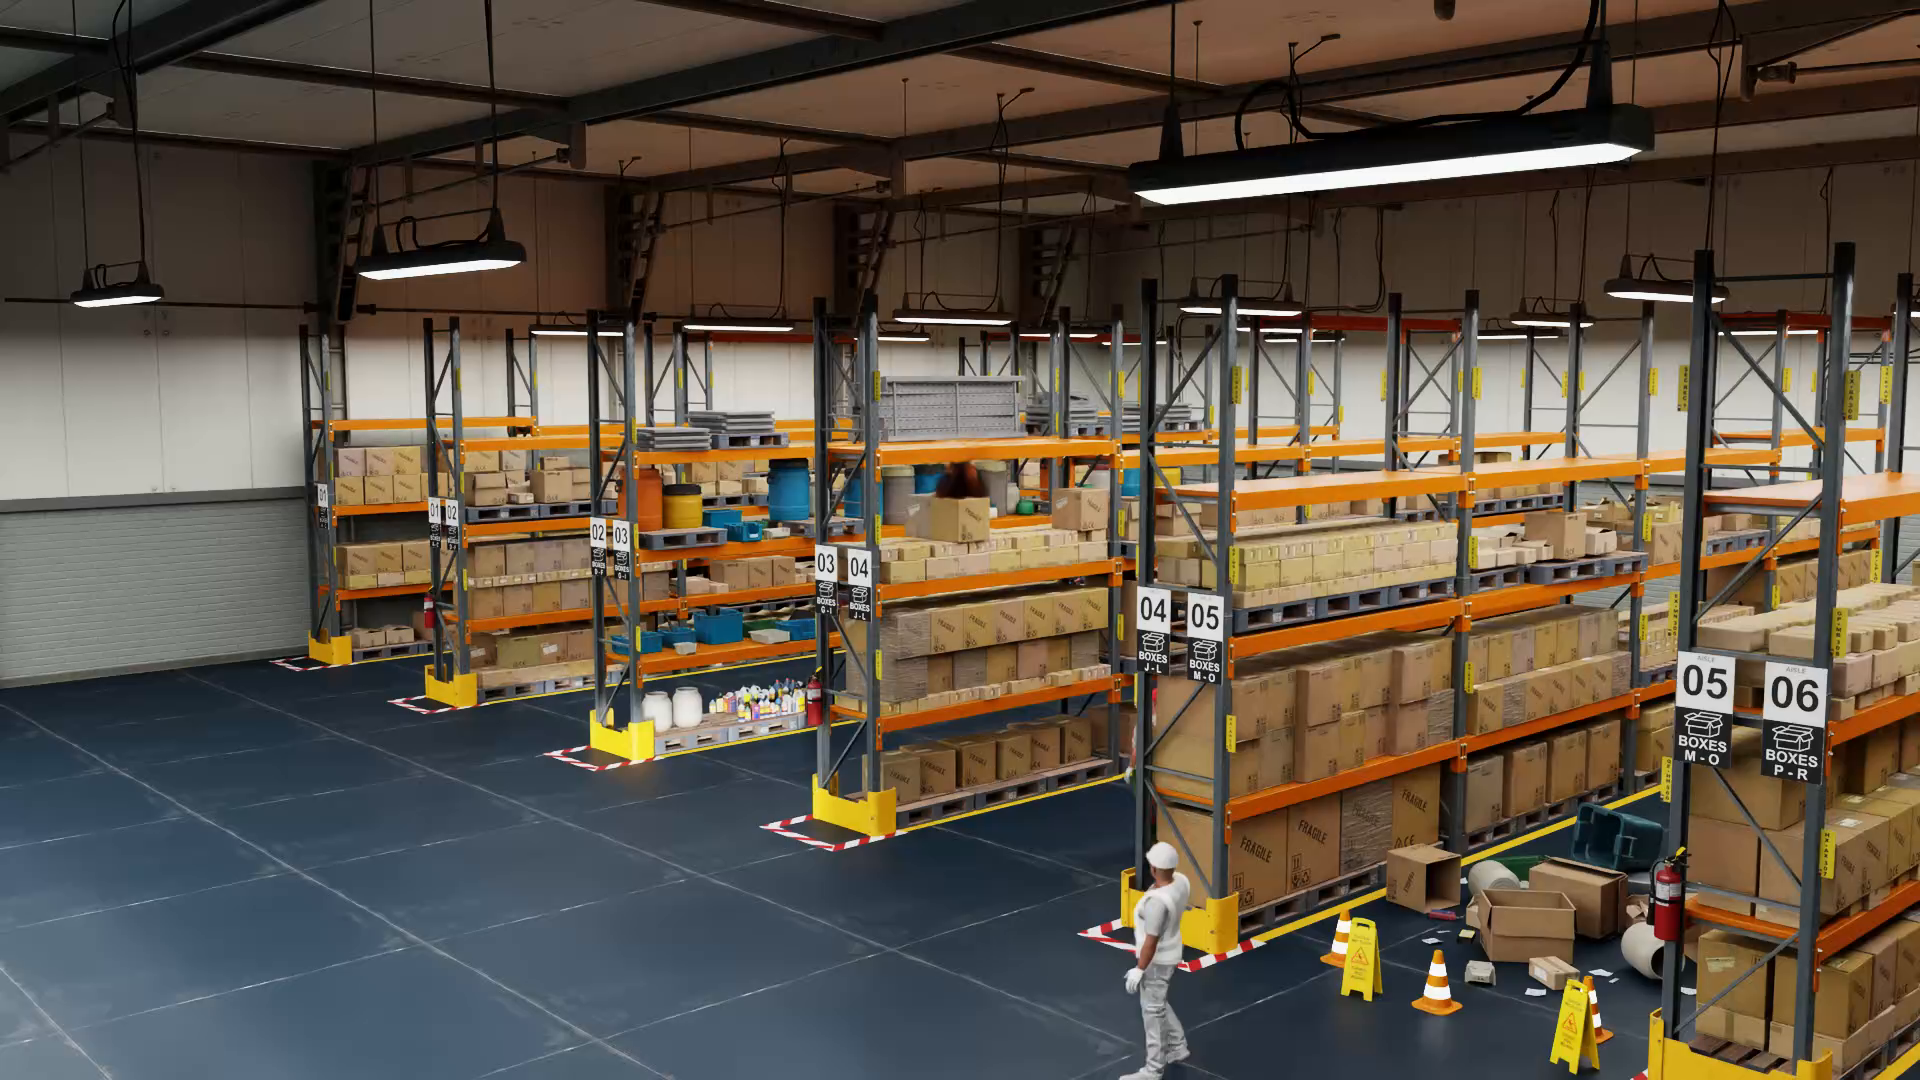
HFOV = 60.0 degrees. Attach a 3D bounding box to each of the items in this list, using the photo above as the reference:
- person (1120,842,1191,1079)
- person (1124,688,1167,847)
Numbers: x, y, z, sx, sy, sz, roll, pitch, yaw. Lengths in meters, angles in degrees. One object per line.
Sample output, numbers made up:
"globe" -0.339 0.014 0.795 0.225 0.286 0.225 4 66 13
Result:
"person" 1.439 3.054 12.125 0.462 1.789 0.665 2 6 16
"person" 2.056 2.465 17.958 0.572 1.770 0.606 -4 7 -32
